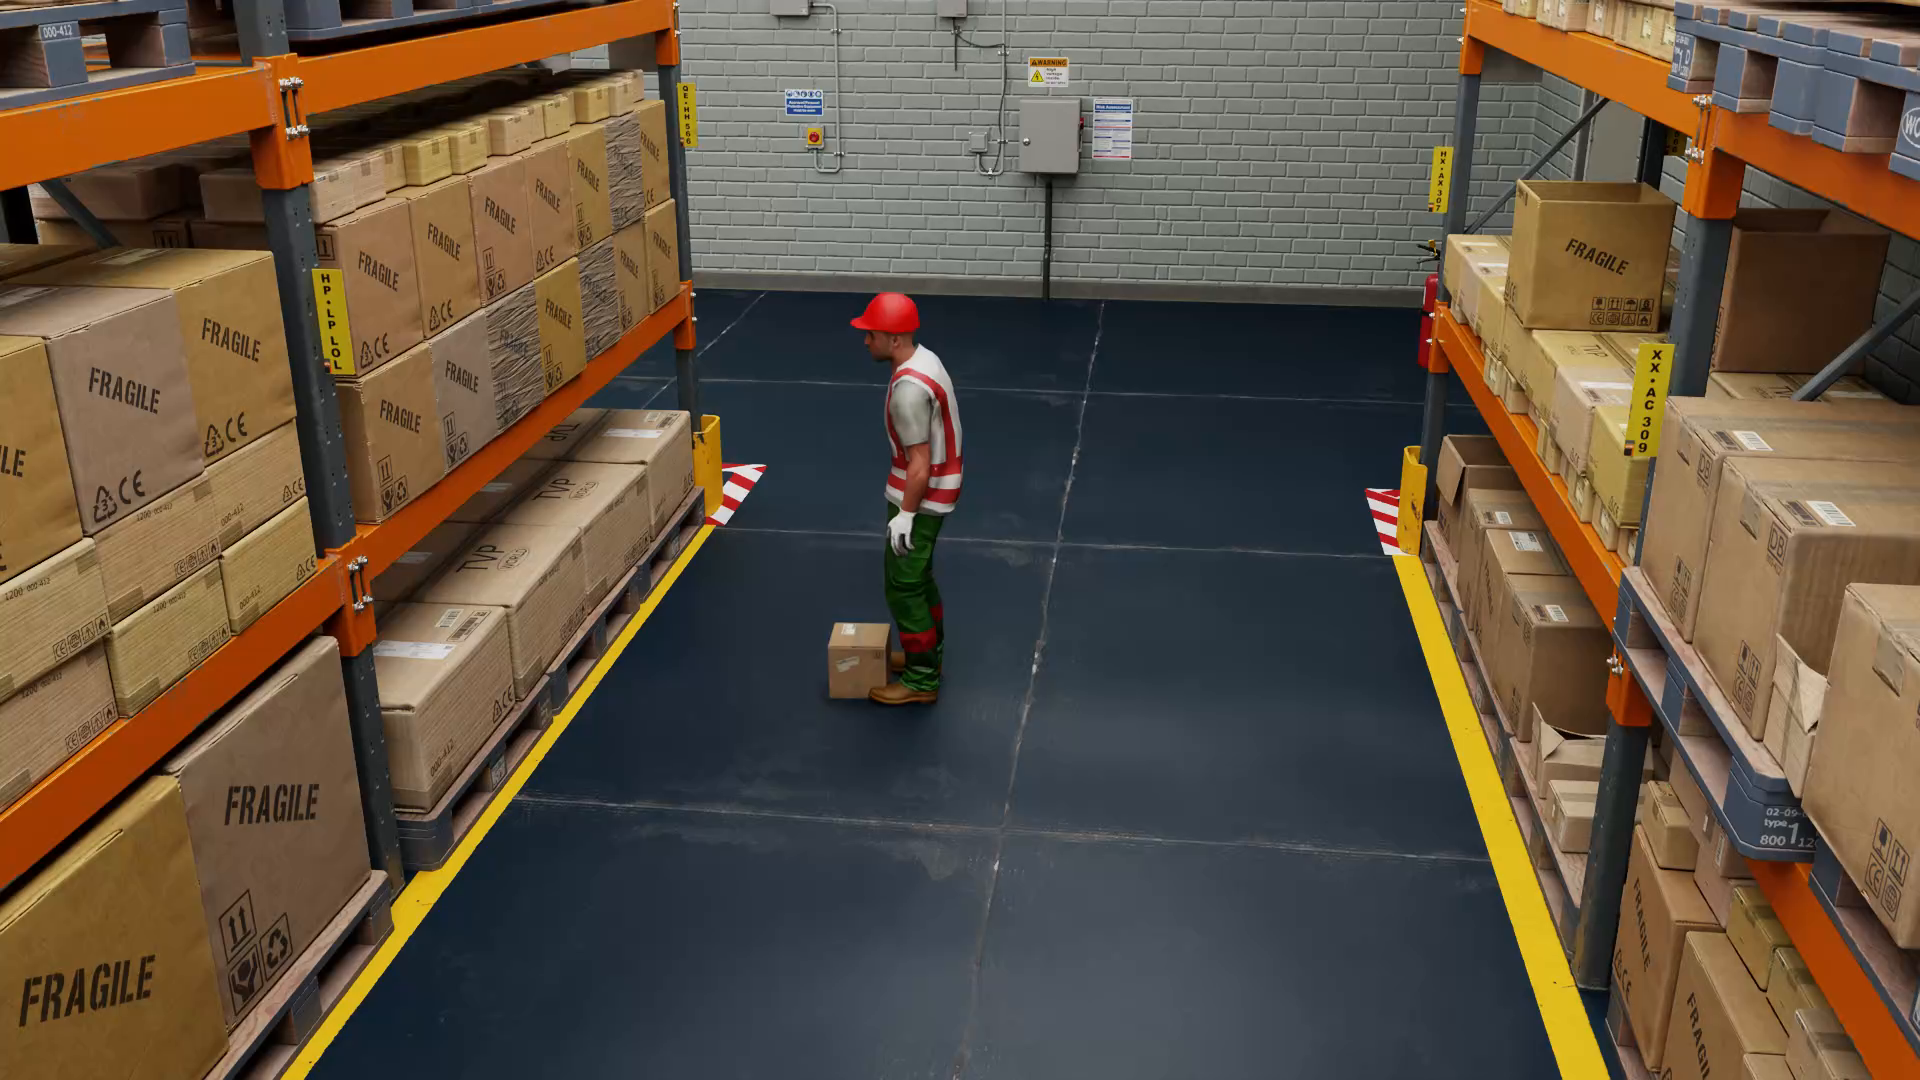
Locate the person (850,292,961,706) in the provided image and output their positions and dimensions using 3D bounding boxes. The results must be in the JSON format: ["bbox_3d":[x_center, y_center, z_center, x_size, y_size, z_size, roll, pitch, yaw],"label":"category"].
[{"bbox_3d":[-0.218,-0.169,6.999,0.445,1.781,0.621,1,21,4],"label":"person"}]
